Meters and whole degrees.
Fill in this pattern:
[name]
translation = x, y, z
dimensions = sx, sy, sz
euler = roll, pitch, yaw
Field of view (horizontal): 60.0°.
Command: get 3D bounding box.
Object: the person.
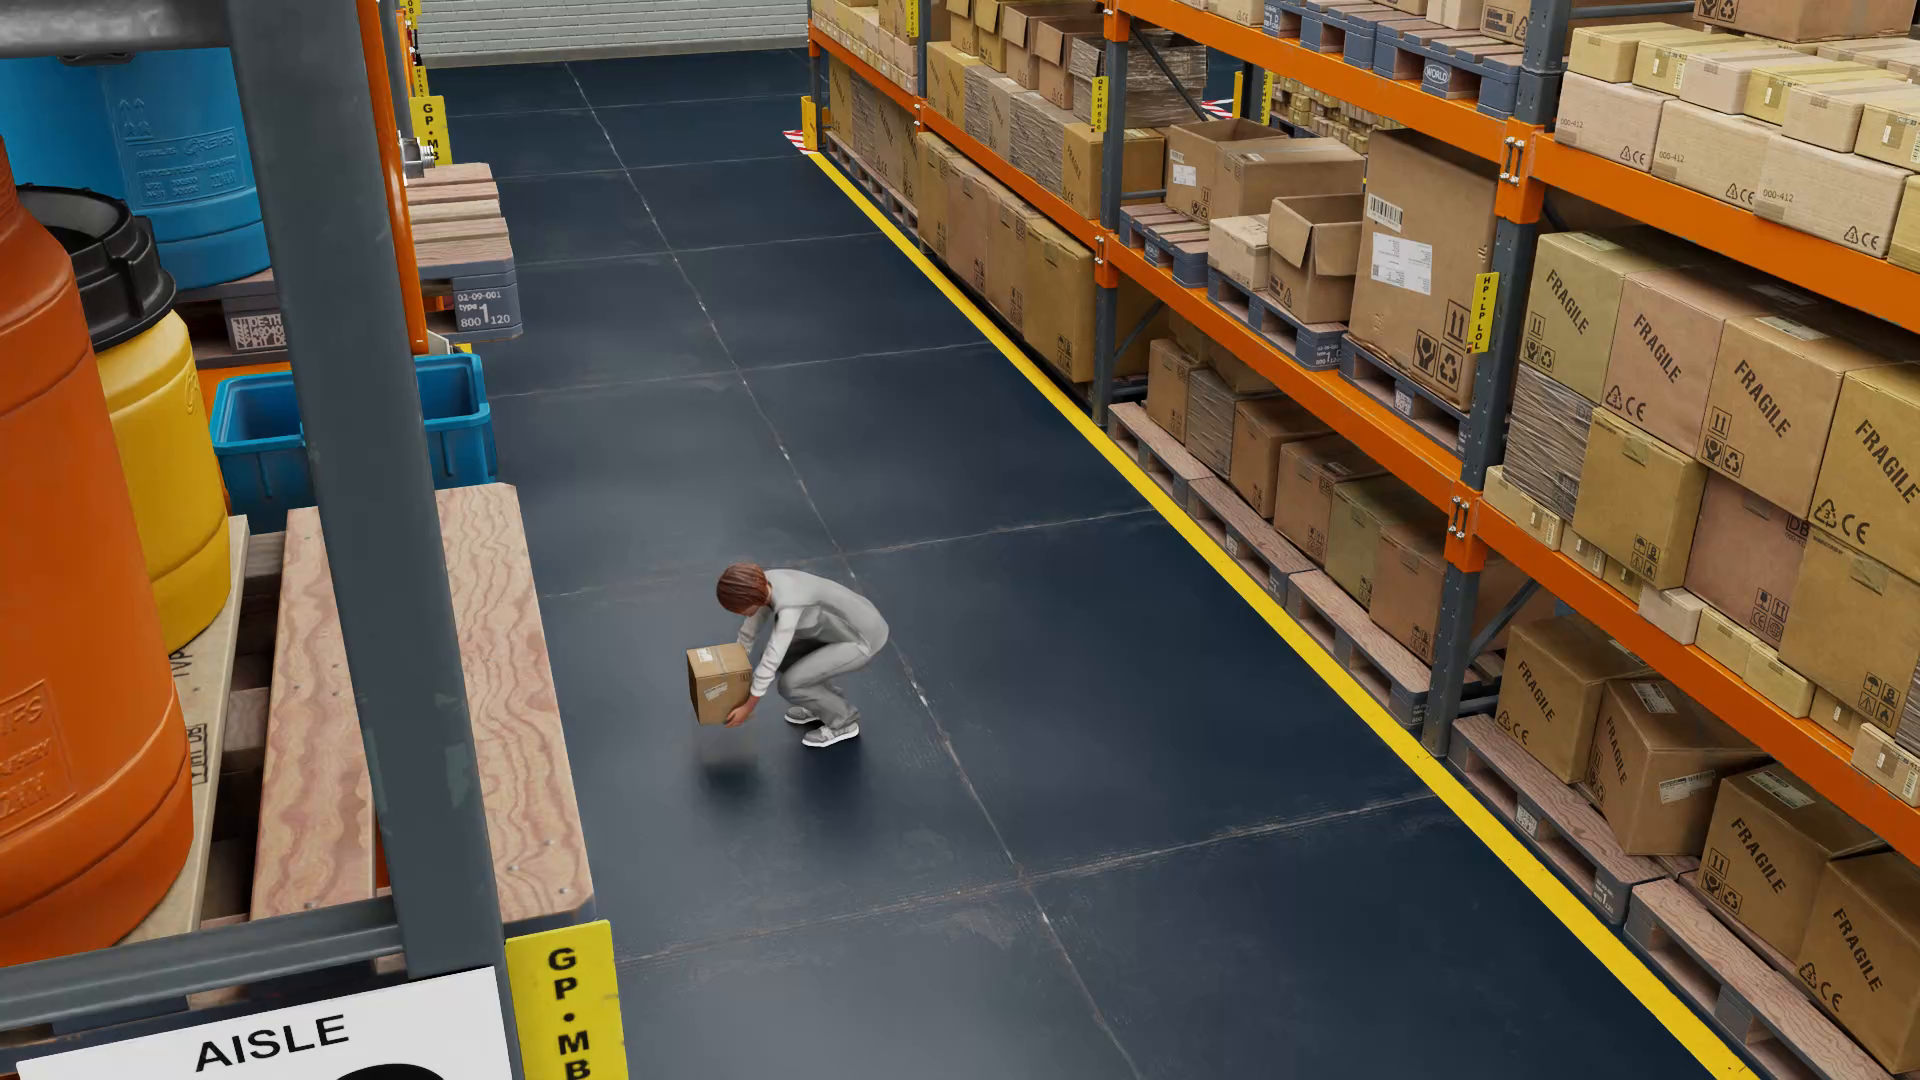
[person]
translation = -0.705, 0.482, 7.427
dimensions = 0.798, 0.919, 0.443
euler = -8, 28, -16
